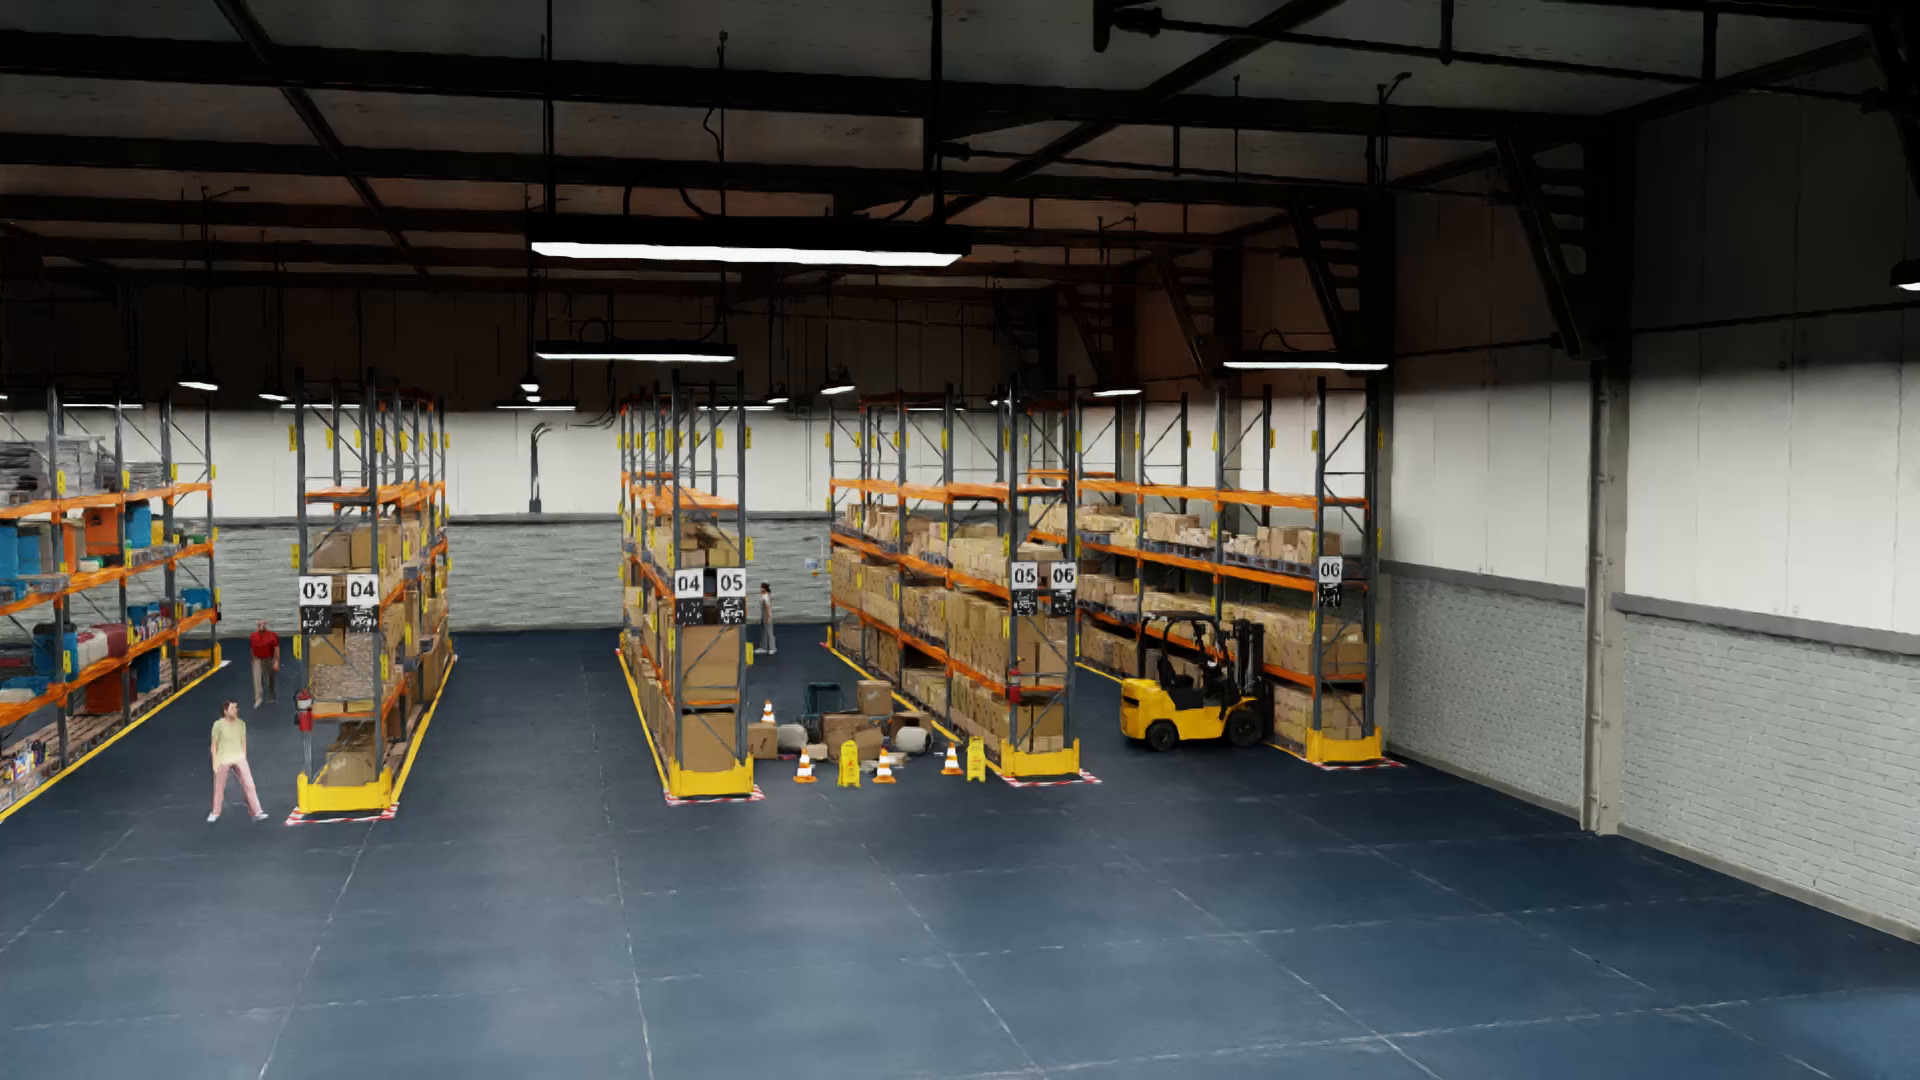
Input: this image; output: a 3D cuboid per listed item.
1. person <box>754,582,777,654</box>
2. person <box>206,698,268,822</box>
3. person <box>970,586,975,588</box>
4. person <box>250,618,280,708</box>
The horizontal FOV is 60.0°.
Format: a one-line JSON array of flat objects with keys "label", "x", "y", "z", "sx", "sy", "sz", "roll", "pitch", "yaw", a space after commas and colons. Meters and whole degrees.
[{"label": "person", "x": -4.567, "y": 1.827, "z": 39.075, "sx": 0.475, "sy": 1.672, "sz": 0.554, "roll": -1, "pitch": 4, "yaw": -17}, {"label": "person", "x": -9.489, "y": 2.873, "z": 21.720, "sx": 0.571, "sy": 1.621, "sz": 0.879, "roll": -3, "pitch": 5, "yaw": -42}, {"label": "person", "x": 0.210, "y": 1.887, "z": 37.032, "sx": 0.630, "sy": 1.773, "sz": 0.677, "roll": 1, "pitch": 4, "yaw": 14}, {"label": "person", "x": -13.063, "y": 2.298, "z": 31.259, "sx": 0.554, "sy": 1.666, "sz": 1.022, "roll": -1, "pitch": 4, "yaw": -15}]
